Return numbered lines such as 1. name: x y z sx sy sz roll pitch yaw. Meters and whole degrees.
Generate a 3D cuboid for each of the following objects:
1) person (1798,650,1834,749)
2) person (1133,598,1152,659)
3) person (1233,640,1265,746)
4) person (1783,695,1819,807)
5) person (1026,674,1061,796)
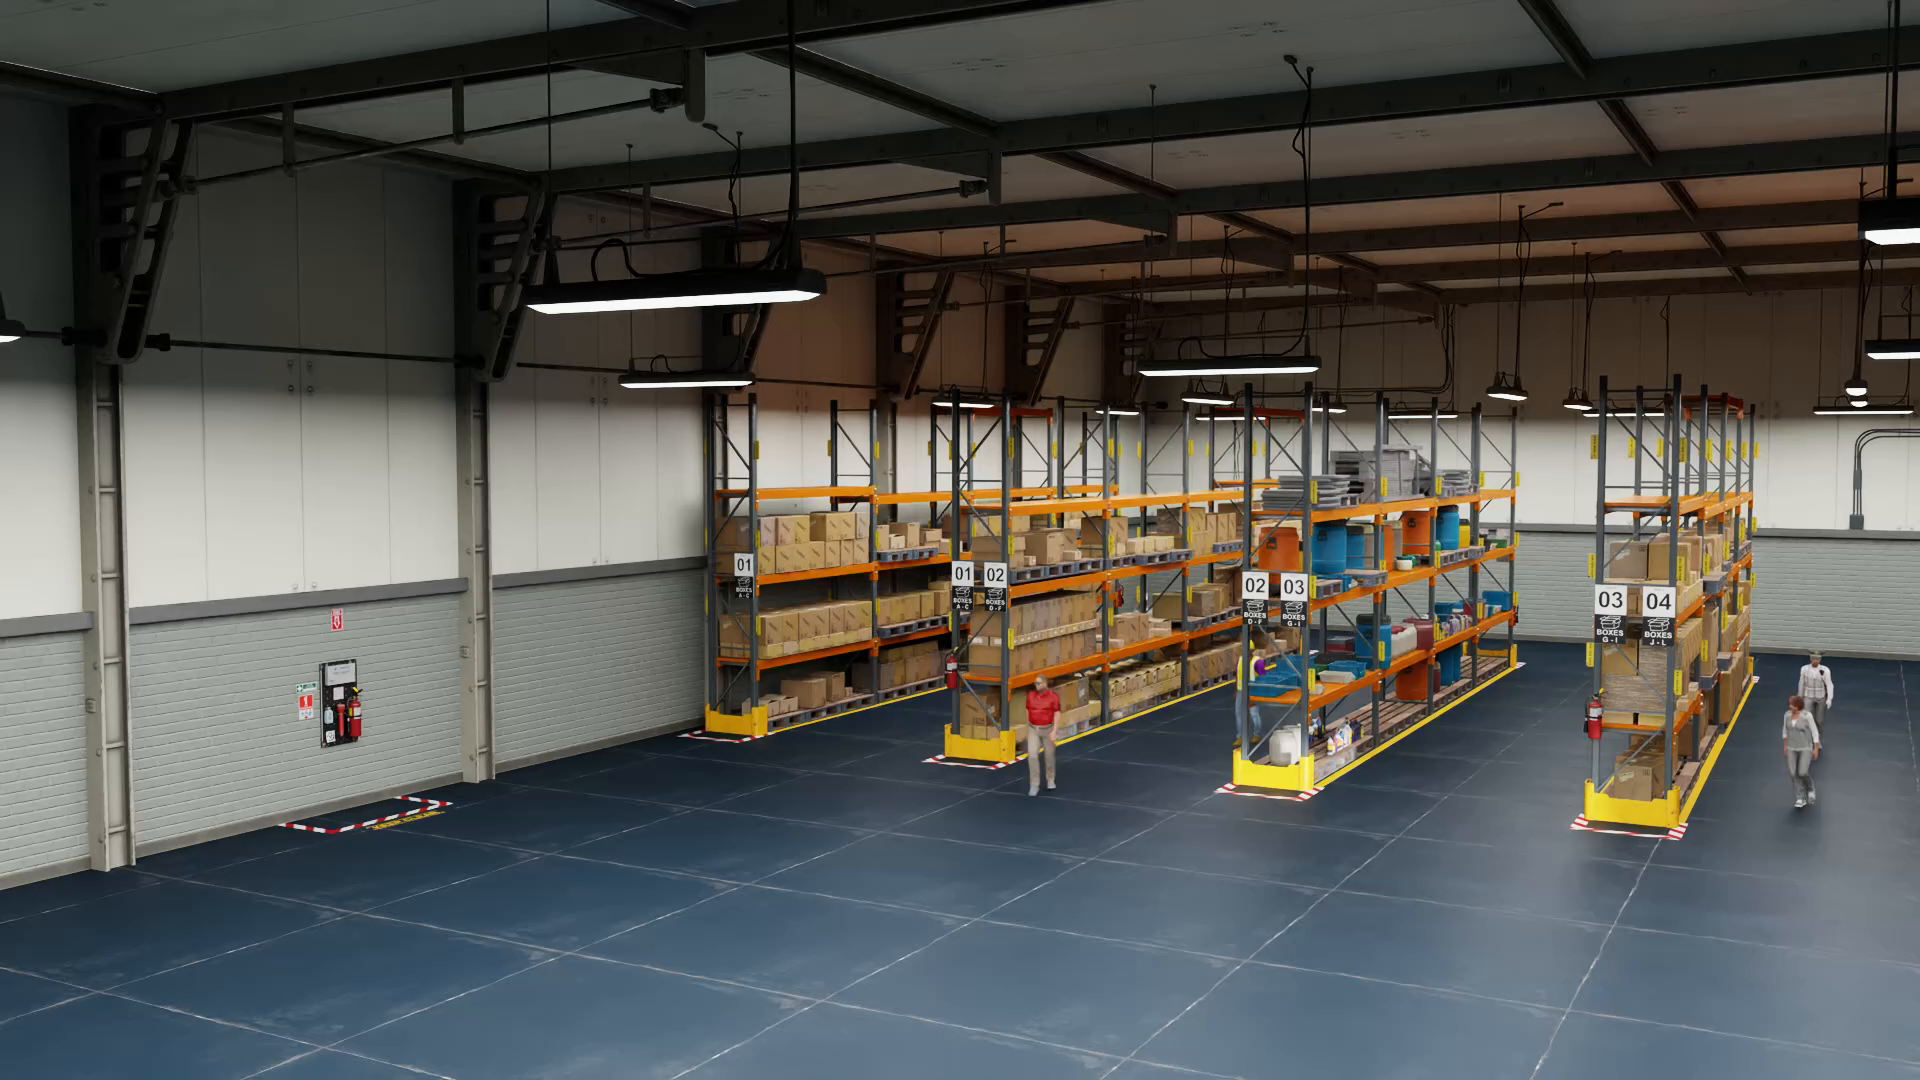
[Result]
1. person: 14.247 2.691 27.694 0.528 1.723 0.502 2 4 29
2. person: 4.046 2.109 37.310 0.608 1.711 1.069 2 4 32
3. person: 4.903 2.603 28.327 0.643 1.801 0.603 3 4 45
4. person: 11.822 2.957 23.373 0.455 1.579 0.498 -2 4 -38
5. person: 1.203 2.860 24.337 0.556 1.791 0.718 1 3 16
